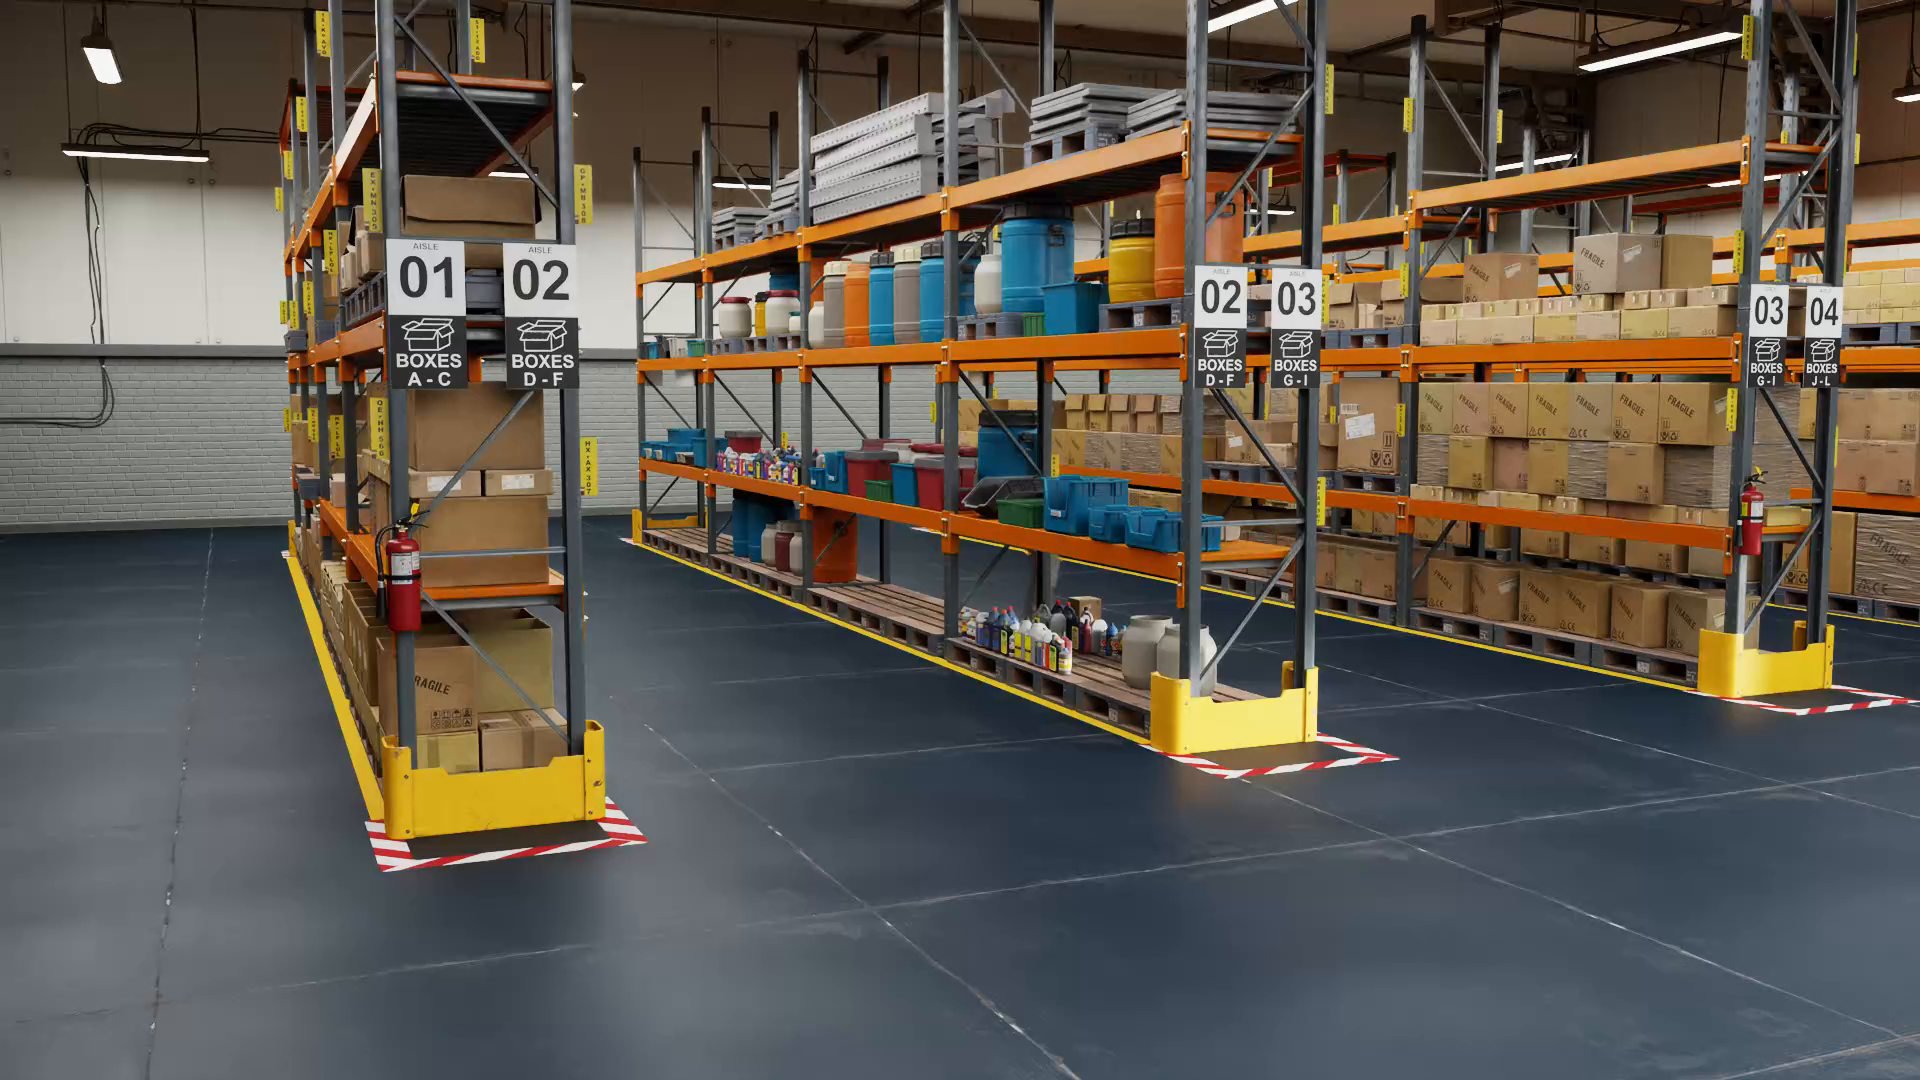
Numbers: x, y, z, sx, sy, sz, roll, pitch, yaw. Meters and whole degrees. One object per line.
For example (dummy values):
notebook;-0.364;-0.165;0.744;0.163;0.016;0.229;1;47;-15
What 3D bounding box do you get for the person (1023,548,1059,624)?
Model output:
person;0.834;-0.016;16.808;0.359;1.769;0.500;-2;6;-22
